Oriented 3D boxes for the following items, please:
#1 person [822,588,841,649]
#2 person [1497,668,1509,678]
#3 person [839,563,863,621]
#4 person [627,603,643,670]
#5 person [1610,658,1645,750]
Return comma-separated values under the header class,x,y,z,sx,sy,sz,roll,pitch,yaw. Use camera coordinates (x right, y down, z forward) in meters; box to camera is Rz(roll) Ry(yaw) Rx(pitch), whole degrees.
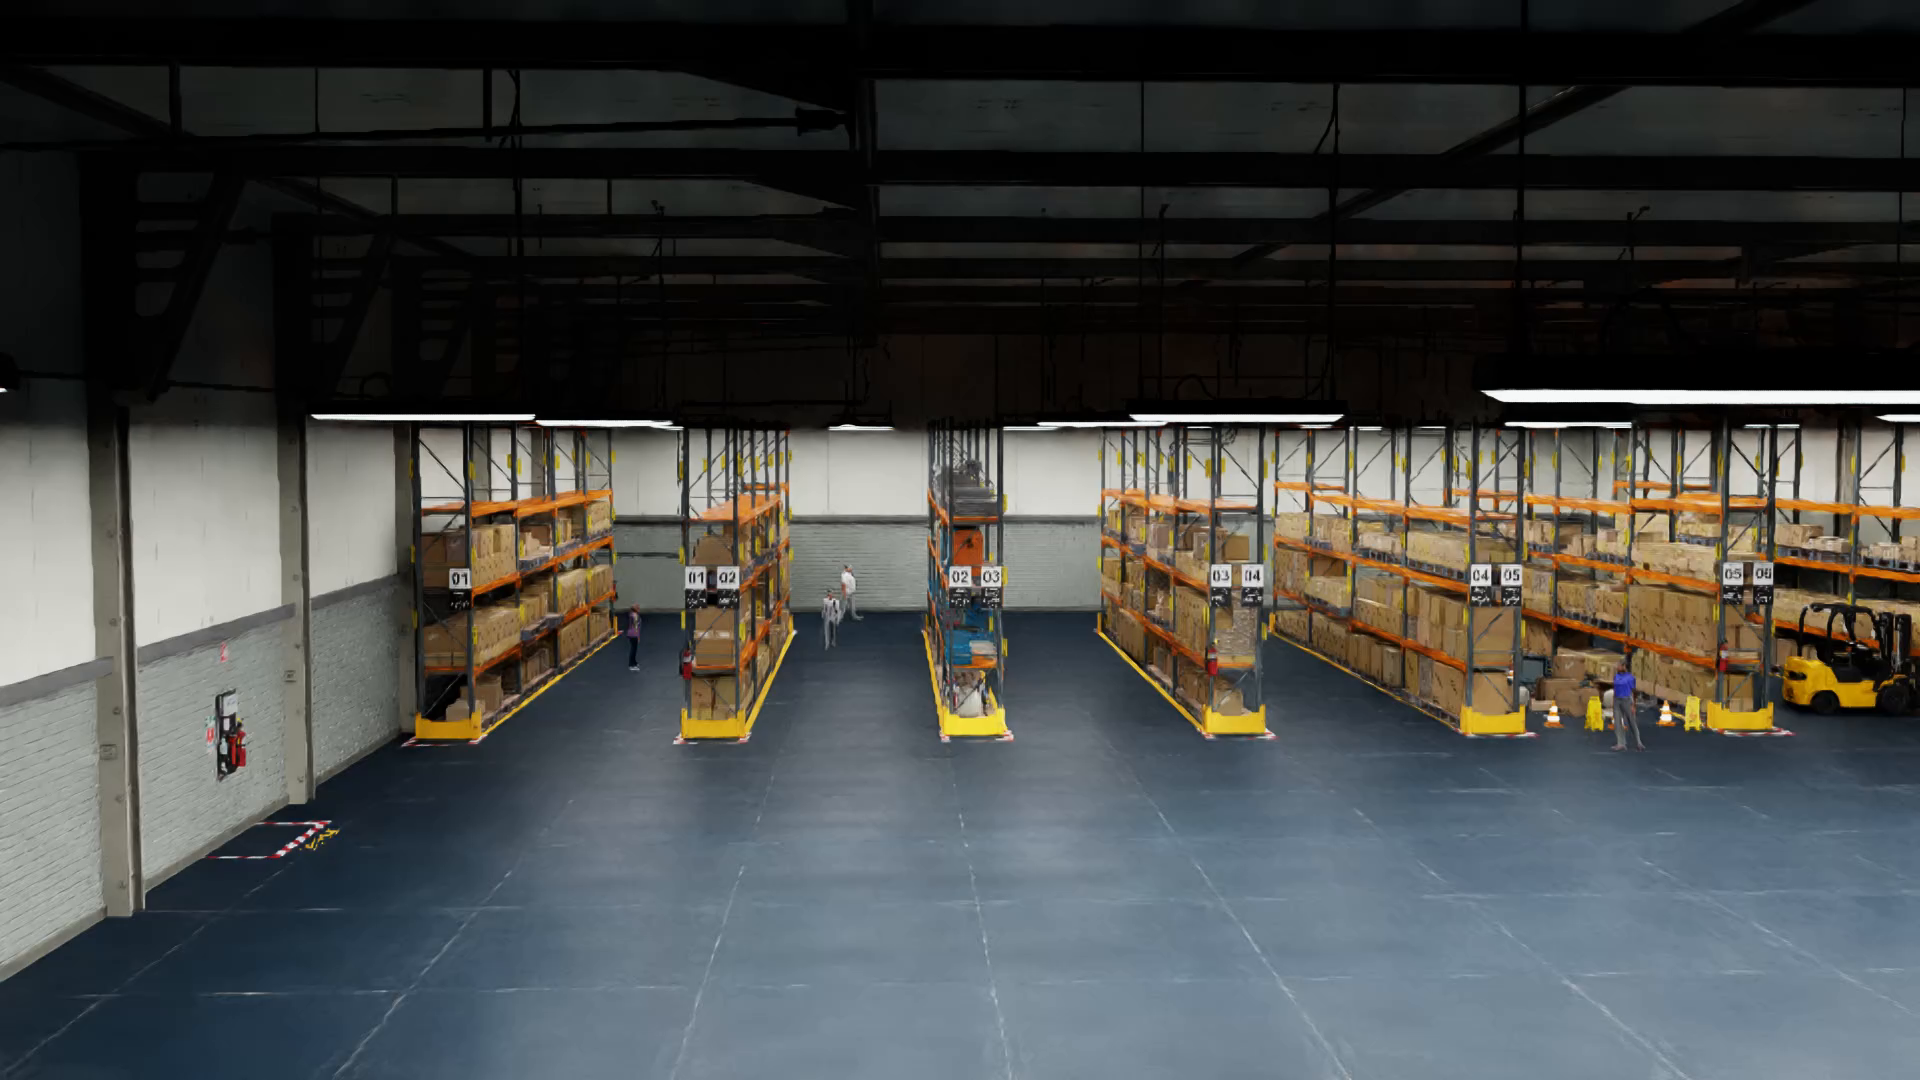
class,x,y,z,sx,sy,sz,roll,pitch,yaw
person,-3.384,2.053,43.784,0.488,1.590,1.079,0,4,-5
person,12.294,2.404,37.918,0.546,1.661,0.575,2,4,27
person,-3.356,1.557,50.231,0.552,1.757,0.737,2,4,31
person,-7.786,2.306,39.904,0.420,1.602,0.506,-2,4,-28
person,12.026,2.954,29.952,0.523,1.651,0.570,-2,4,-29
